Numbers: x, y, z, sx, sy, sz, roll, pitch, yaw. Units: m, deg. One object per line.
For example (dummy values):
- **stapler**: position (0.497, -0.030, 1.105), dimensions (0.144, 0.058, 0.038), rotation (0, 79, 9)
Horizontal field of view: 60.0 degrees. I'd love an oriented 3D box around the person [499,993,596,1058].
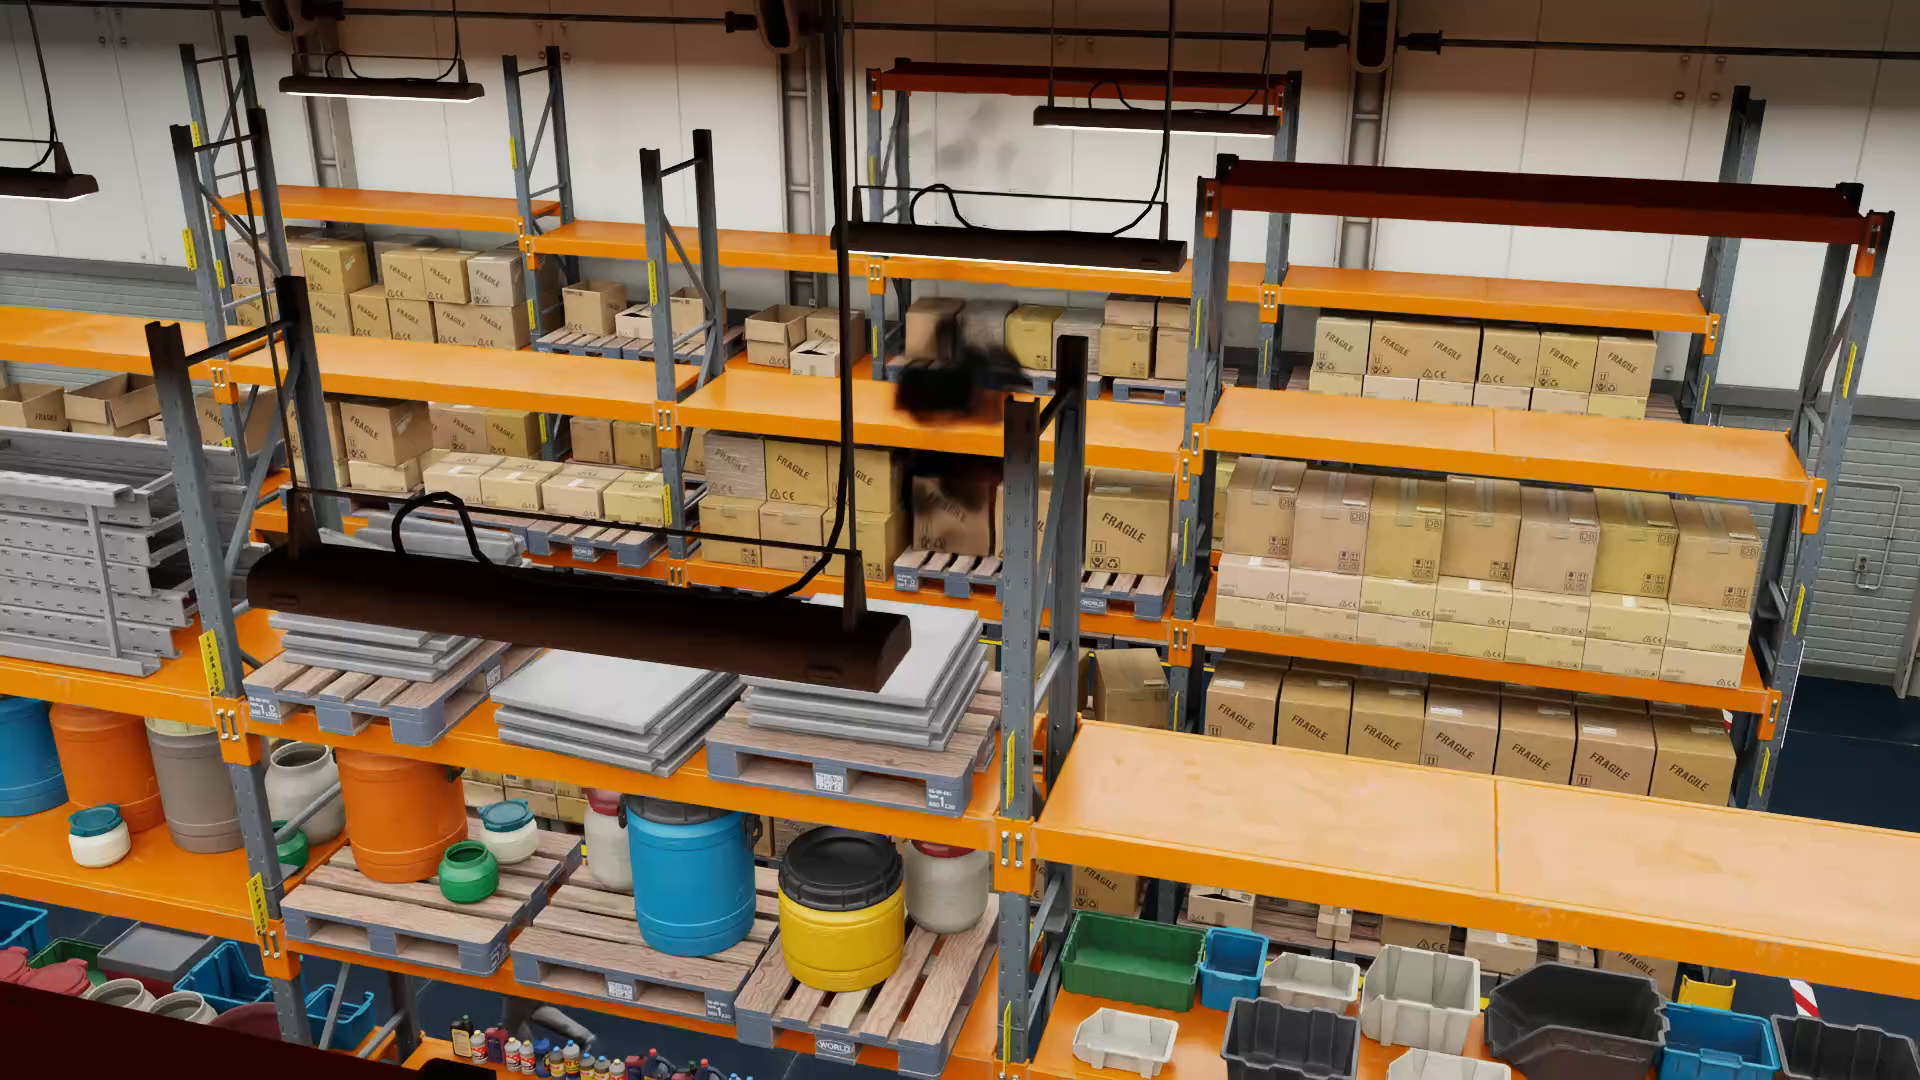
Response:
- **person**: position (-2.900, 2.999, 11.381), dimensions (0.694, 1.664, 0.584), rotation (5, 23, 12)
